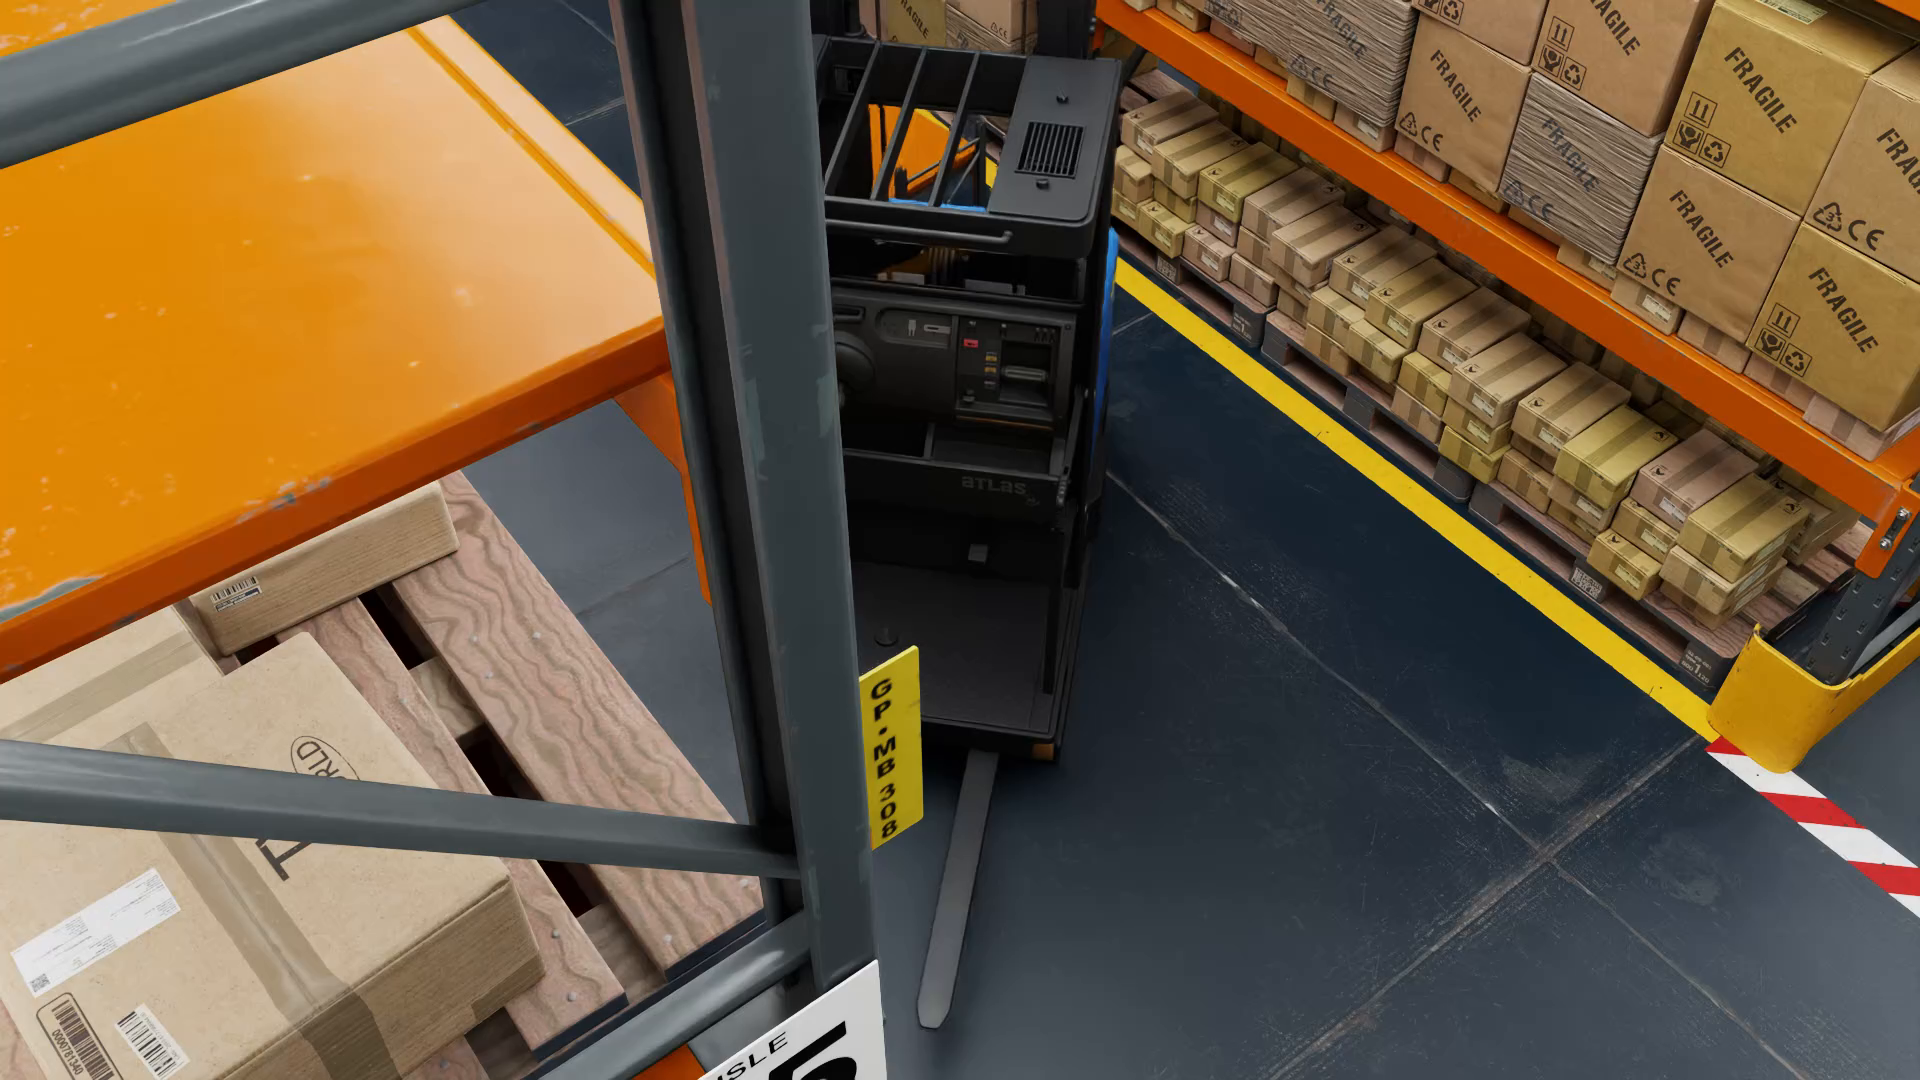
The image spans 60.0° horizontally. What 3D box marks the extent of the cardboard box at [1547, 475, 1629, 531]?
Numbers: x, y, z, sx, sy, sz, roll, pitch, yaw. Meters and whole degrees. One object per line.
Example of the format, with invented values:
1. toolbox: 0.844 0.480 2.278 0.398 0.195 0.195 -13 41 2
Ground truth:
1. cardboard box: 2.486 -0.237 6.379 0.380 0.149 0.250 -32 55 -25

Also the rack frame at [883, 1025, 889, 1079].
1. rack frame: -0.530 1.815 3.079 1.000 3.000 0.127 -29 54 -24

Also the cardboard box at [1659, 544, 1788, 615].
1. cardboard box: 2.802 0.068 6.102 0.380 0.149 0.250 -31 55 -25

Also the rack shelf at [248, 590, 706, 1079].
1. rack shelf: -1.741 -0.130 3.303 1.077 0.370 4.000 -29 54 -24

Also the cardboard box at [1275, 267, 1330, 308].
1. cardboard box: 1.601 -1.180 7.234 0.380 0.149 0.250 -27 53 -22

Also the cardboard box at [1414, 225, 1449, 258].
1. cardboard box: 2.197 -1.378 7.213 0.380 0.149 0.250 -31 55 -25

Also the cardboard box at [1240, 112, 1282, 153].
1. cardboard box: 1.535 -1.981 7.759 0.380 0.149 0.250 -29 54 -24

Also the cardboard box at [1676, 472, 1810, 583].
1. cardboard box: 2.826 -0.047 6.006 0.380 0.149 0.250 -29 54 -24

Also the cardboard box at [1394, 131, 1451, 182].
1. cardboard box: 1.873 -1.533 6.284 0.380 0.149 0.250 -27 53 -23

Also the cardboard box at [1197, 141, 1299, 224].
1. cardboard box: 1.282 -1.595 7.409 0.380 0.149 0.250 -30 54 -24

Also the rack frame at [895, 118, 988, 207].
1. rack frame: -0.072 -1.210 7.087 0.032 1.125 0.500 36 57 28

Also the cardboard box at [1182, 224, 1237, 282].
1. cardboard box: 1.244 -1.368 7.605 0.380 0.149 0.250 -30 54 -24

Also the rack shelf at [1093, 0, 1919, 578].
1. rack shelf: 2.138 -1.403 6.481 1.077 0.370 4.000 -29 54 -24

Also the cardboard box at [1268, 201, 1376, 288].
1. cardboard box: 1.547 -1.265 7.110 0.380 0.149 0.250 -28 54 -23

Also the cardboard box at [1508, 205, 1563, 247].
1. cardboard box: 2.216 -1.245 6.023 0.380 0.149 0.250 -32 55 -25

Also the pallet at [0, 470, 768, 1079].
1. pallet: -0.987 0.405 2.393 1.003 0.211 1.213 -29 54 -24

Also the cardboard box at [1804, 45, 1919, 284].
1. cardboard box: 2.873 -1.093 4.772 0.500 0.500 0.500 -30 55 -25

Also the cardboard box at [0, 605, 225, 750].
1. cardboard box: -1.191 0.281 2.263 0.380 0.149 0.250 -33 56 -27

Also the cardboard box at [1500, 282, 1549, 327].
1. cardboard box: 2.489 -1.077 6.940 0.380 0.149 0.250 -29 54 -23

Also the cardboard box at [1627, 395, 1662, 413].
1. cardboard box: 2.827 -0.664 6.766 0.380 0.149 0.250 -28 54 -23

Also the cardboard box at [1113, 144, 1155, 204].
1. cardboard box: 0.891 -1.750 7.750 0.380 0.149 0.250 -27 53 -22

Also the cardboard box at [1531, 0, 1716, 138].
1. cardboard box: 2.245 -1.694 5.317 0.500 0.500 0.500 -27 53 -22

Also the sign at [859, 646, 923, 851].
1. sign: -0.085 0.242 1.837 0.100 0.325 0.005 -29 54 -24

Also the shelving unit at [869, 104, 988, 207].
1. shelving unit: -0.434 -1.475 7.326 1.048 1.125 0.538 36 57 28

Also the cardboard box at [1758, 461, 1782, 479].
1. cardboard box: 3.115 -0.359 6.490 0.380 0.149 0.250 -30 54 -24

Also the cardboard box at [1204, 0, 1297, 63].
1. cardboard box: 1.331 -2.263 6.508 0.500 0.500 0.500 -29 54 -24

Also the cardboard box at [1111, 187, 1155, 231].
1. cardboard box: 0.891 -1.648 7.859 0.380 0.149 0.250 -32 55 -25

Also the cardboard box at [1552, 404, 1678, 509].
1. cardboard box: 2.462 -0.317 6.250 0.380 0.149 0.250 -31 55 -25

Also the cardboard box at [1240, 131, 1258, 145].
1. cardboard box: 1.544 -1.910 7.896 0.380 0.149 0.250 -32 55 -26

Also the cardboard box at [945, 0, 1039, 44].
1. cardboard box: 0.274 -2.703 8.072 0.500 0.250 0.500 -31 55 -25

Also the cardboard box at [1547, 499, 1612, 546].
1. cardboard box: 2.536 -0.166 6.516 0.380 0.149 0.250 -30 54 -24

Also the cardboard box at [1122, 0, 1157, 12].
1. cardboard box: 0.838 -2.425 7.093 0.380 0.149 0.250 -28 53 -23

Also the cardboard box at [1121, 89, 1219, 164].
1. cardboard box: 0.970 -1.911 7.696 0.380 0.149 0.250 -27 53 -23

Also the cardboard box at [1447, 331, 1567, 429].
1. cardboard box: 2.149 -0.631 6.536 0.380 0.149 0.250 -28 53 -23

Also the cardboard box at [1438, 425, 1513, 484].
1. cardboard box: 2.172 -0.428 6.753 0.380 0.149 0.250 -32 55 -25

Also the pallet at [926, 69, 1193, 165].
1. pallet: 0.454 -2.345 8.733 1.003 0.211 1.213 -29 54 -24

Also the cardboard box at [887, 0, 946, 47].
1. cardboard box: -0.032 -2.751 8.622 0.500 0.500 0.500 -31 55 -25

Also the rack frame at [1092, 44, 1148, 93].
1. rack frame: 0.927 -2.824 7.284 1.000 3.000 0.127 -29 54 -24

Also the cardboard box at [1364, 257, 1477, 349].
1. cardboard box: 1.896 -0.978 6.850 0.380 0.149 0.250 -29 54 -24

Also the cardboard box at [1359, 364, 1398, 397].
1. cardboard box: 1.929 -0.781 7.073 0.380 0.149 0.250 -28 54 -23

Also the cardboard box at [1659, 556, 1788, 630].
1. cardboard box: 2.864 0.135 6.243 0.380 0.149 0.250 -29 54 -23

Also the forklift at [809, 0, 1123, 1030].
1. forklift: -0.133 -0.483 5.209 1.130 2.935 3.031 7 48 7

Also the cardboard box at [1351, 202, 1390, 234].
1. cardboard box: 1.964 -1.426 7.457 0.380 0.149 0.250 -28 54 -23

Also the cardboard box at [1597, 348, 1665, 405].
1. cardboard box: 2.772 -0.733 6.628 0.380 0.149 0.250 -32 55 -26

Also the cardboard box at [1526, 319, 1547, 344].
1. cardboard box: 2.394 -0.919 6.998 0.380 0.149 0.250 -27 53 -22

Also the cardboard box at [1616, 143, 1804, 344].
1. cardboard box: 2.564 -1.054 5.412 0.500 0.500 0.500 -30 55 -25

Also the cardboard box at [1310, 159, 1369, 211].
1. cardboard box: 1.787 -1.650 7.459 0.380 0.149 0.250 -28 54 -23

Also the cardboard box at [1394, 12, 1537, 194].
1. cardboard box: 1.956 -1.647 5.949 0.500 0.500 0.500 -27 53 -22

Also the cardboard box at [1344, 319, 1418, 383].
1. cardboard box: 1.833 -0.846 6.931 0.380 0.149 0.250 -29 54 -24

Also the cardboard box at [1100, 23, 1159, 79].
1. cardboard box: 0.690 -2.680 8.557 0.500 0.500 0.500 -27 53 -23

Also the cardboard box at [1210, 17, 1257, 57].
1. cardboard box: 1.256 -2.173 6.863 0.380 0.149 0.250 -32 55 -25

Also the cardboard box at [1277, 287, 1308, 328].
1. cardboard box: 1.628 -1.098 7.360 0.380 0.149 0.250 -32 55 -25

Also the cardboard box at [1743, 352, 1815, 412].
1. cardboard box: 2.805 -0.610 5.446 0.380 0.149 0.250 -29 54 -24

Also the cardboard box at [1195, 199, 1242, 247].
1. cardboard box: 1.292 -1.513 7.536 0.380 0.149 0.250 -30 54 -24

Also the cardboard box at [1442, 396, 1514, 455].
1. cardboard box: 2.162 -0.537 6.651 0.380 0.149 0.250 -29 54 -23

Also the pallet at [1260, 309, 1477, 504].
1. pallet: 2.104 -0.787 7.320 1.003 0.211 1.213 -29 54 -24

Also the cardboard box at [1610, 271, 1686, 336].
1. cardboard box: 2.469 -0.891 5.701 0.380 0.149 0.250 -28 54 -23

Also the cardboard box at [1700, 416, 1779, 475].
1. cardboard box: 3.039 -0.418 6.343 0.380 0.149 0.250 -28 54 -23

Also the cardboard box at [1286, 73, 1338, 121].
1. cardboard box: 1.517 -1.832 6.554 0.380 0.149 0.250 -28 54 -23
